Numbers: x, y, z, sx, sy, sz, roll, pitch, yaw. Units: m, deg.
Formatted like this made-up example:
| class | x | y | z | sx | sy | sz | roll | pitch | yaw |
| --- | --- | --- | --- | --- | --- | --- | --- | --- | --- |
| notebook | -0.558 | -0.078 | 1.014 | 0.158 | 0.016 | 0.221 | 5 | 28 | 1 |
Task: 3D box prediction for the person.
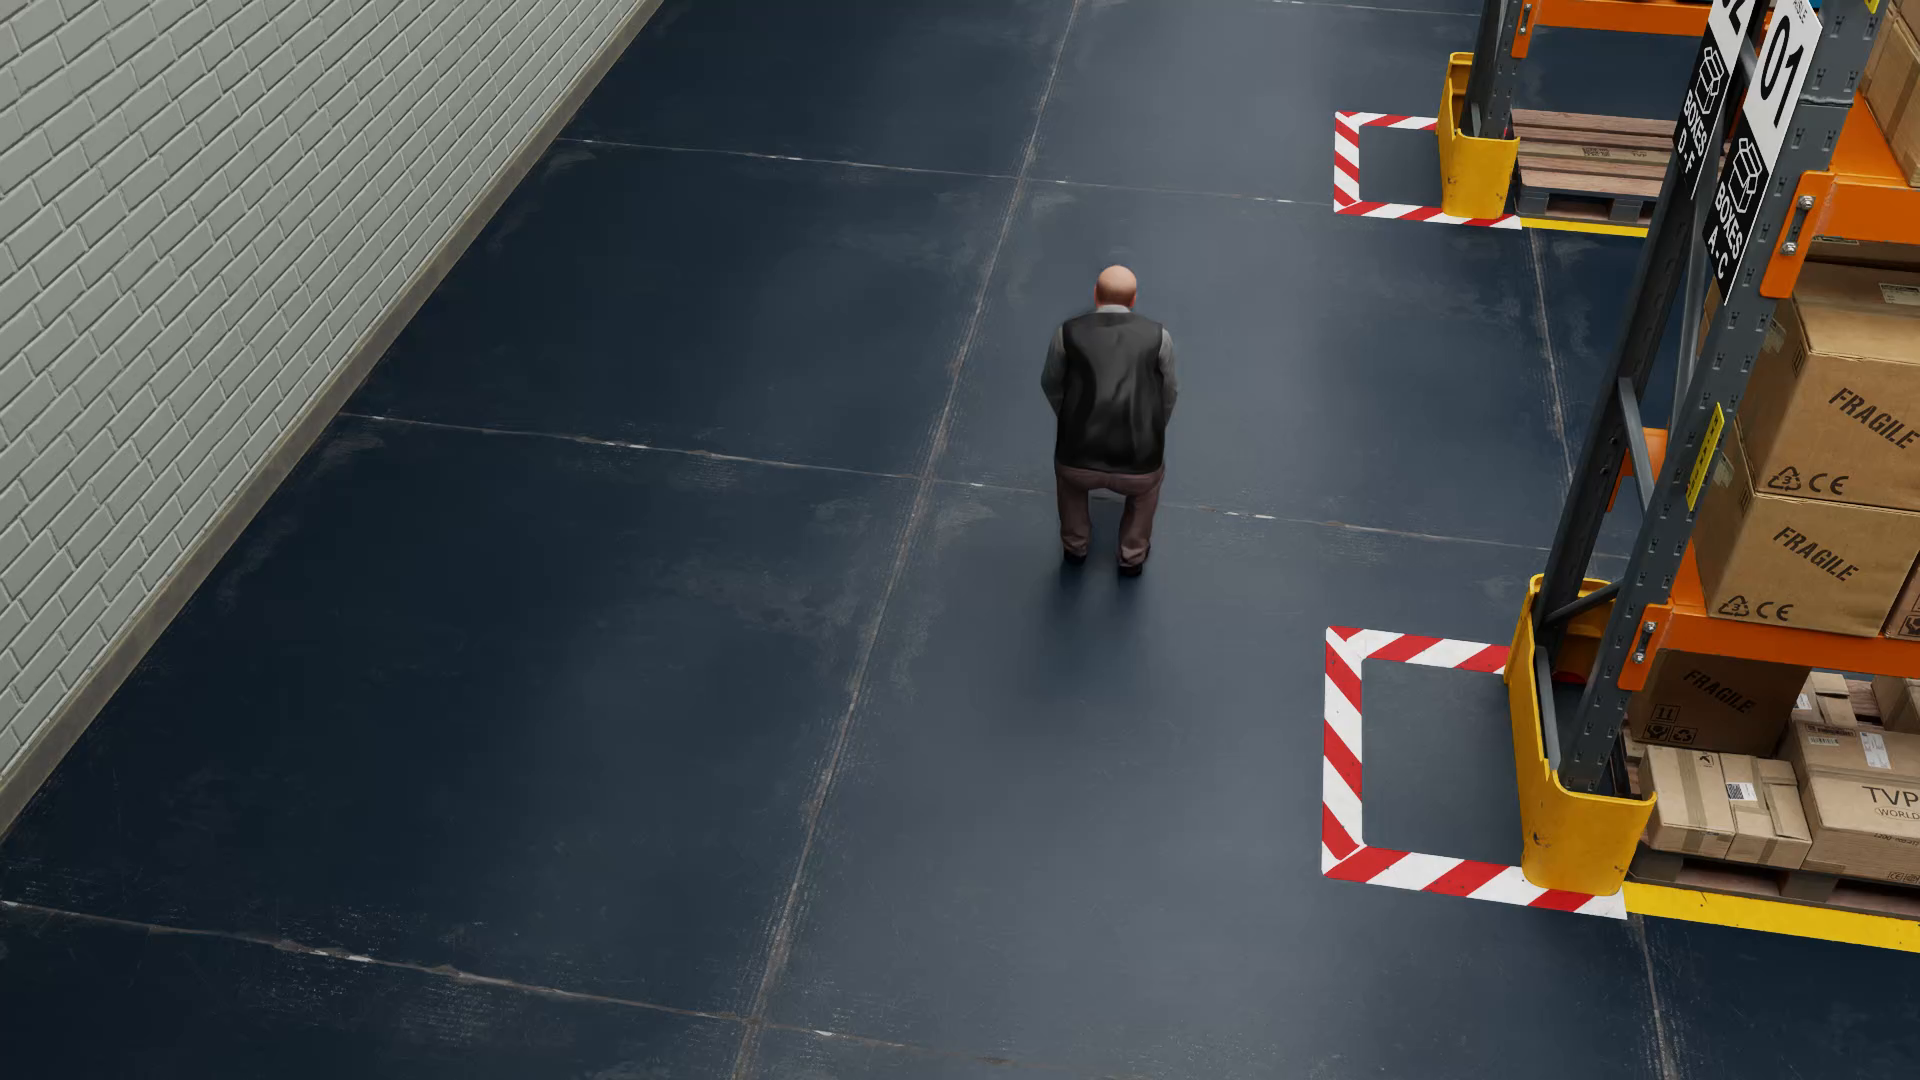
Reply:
| class | x | y | z | sx | sy | sz | roll | pitch | yaw |
| --- | --- | --- | --- | --- | --- | --- | --- | --- | --- |
| person | 0.613 | -0.461 | 7.080 | 0.586 | 1.261 | 0.778 | 7 | 41 | 8 |
